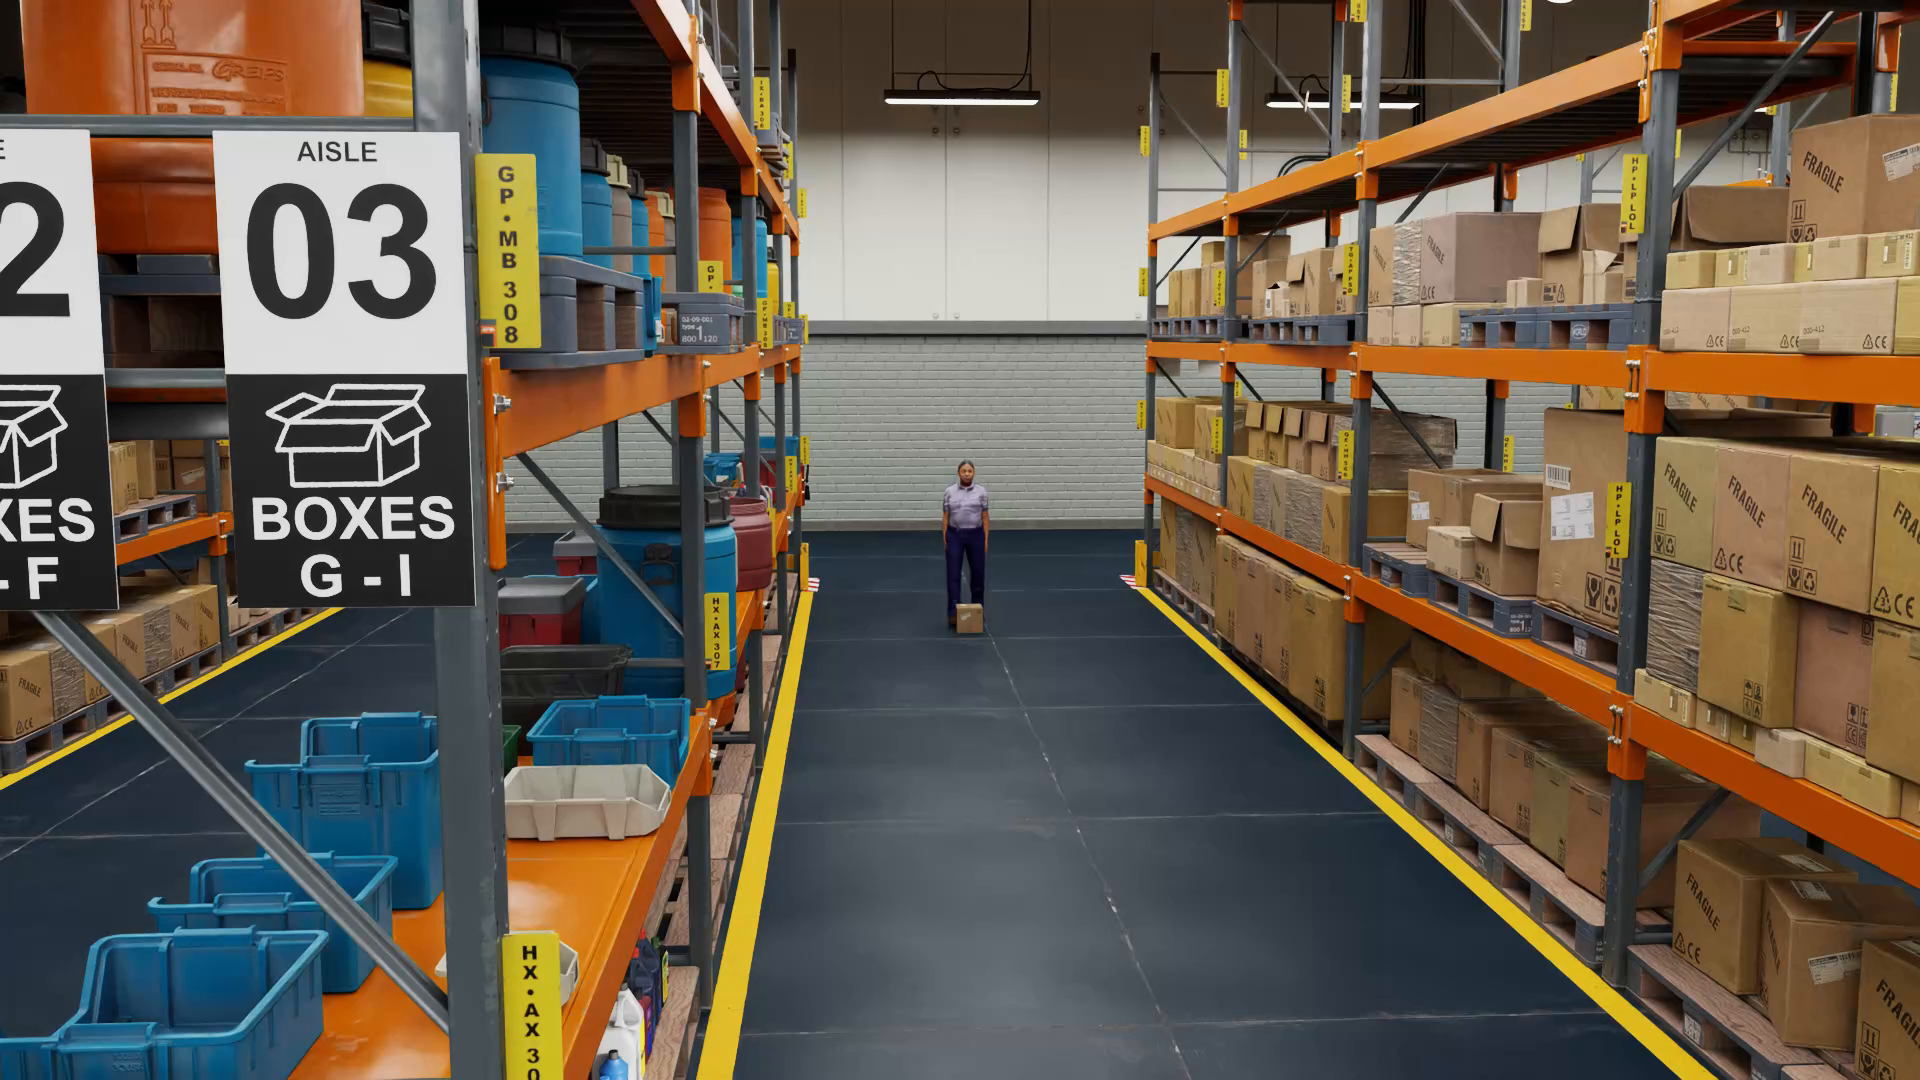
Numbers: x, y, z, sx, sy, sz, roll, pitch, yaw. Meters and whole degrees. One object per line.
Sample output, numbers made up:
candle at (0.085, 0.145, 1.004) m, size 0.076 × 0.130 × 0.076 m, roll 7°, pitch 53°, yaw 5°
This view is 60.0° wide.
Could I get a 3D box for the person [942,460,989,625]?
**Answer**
person at (0.061, 0.038, 16.664) m, size 0.473 × 1.688 × 0.449 m, roll 0°, pitch 7°, yaw -3°
